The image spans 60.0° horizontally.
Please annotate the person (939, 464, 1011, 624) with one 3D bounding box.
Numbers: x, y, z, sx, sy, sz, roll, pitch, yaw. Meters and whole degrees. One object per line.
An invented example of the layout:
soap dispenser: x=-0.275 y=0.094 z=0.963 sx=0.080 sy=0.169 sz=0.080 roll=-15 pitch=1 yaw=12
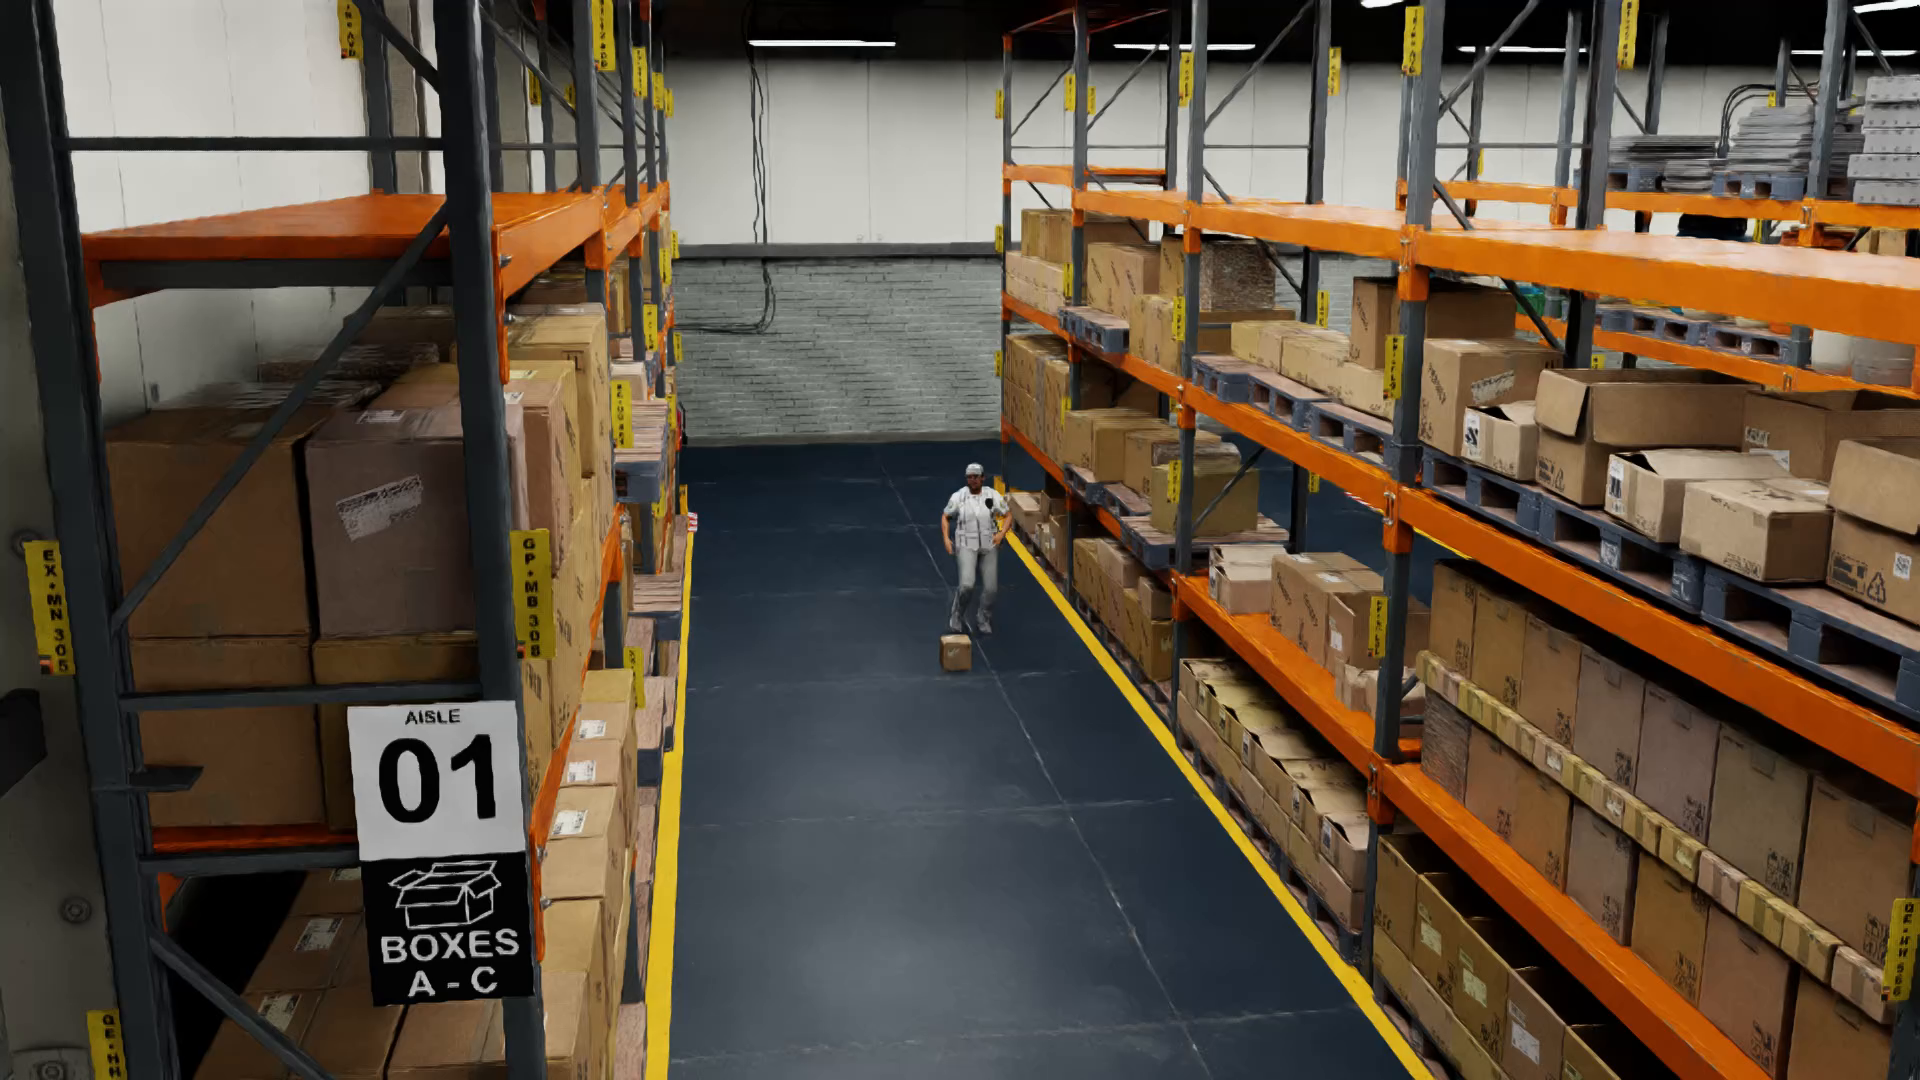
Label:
person: x=0.153 y=0.059 z=15.648 sx=0.666 sy=1.555 sz=0.572 roll=-2 pitch=13 yaw=-8
